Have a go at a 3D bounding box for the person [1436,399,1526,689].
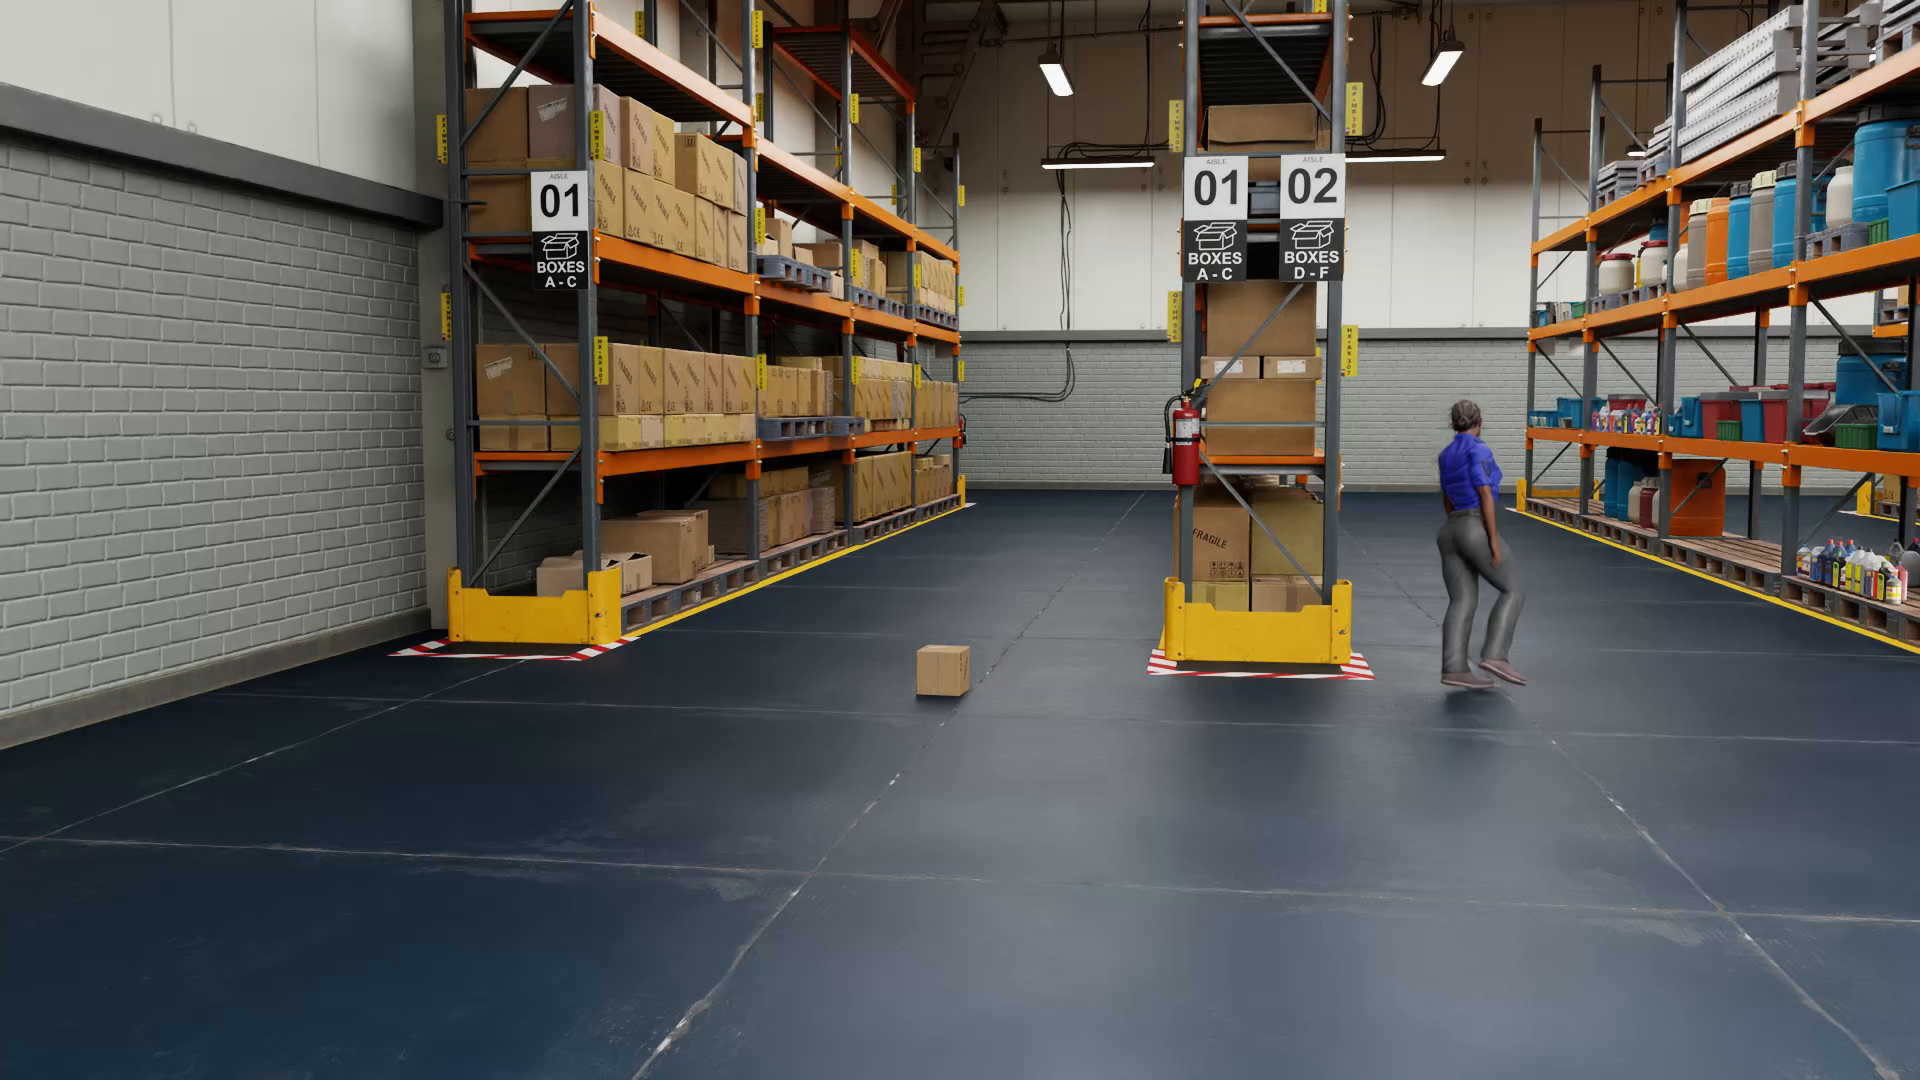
[{"bbox_3d":[2.972,0.018,9.569,0.472,1.651,0.557,-1,5,-17],"label":"person"}]
